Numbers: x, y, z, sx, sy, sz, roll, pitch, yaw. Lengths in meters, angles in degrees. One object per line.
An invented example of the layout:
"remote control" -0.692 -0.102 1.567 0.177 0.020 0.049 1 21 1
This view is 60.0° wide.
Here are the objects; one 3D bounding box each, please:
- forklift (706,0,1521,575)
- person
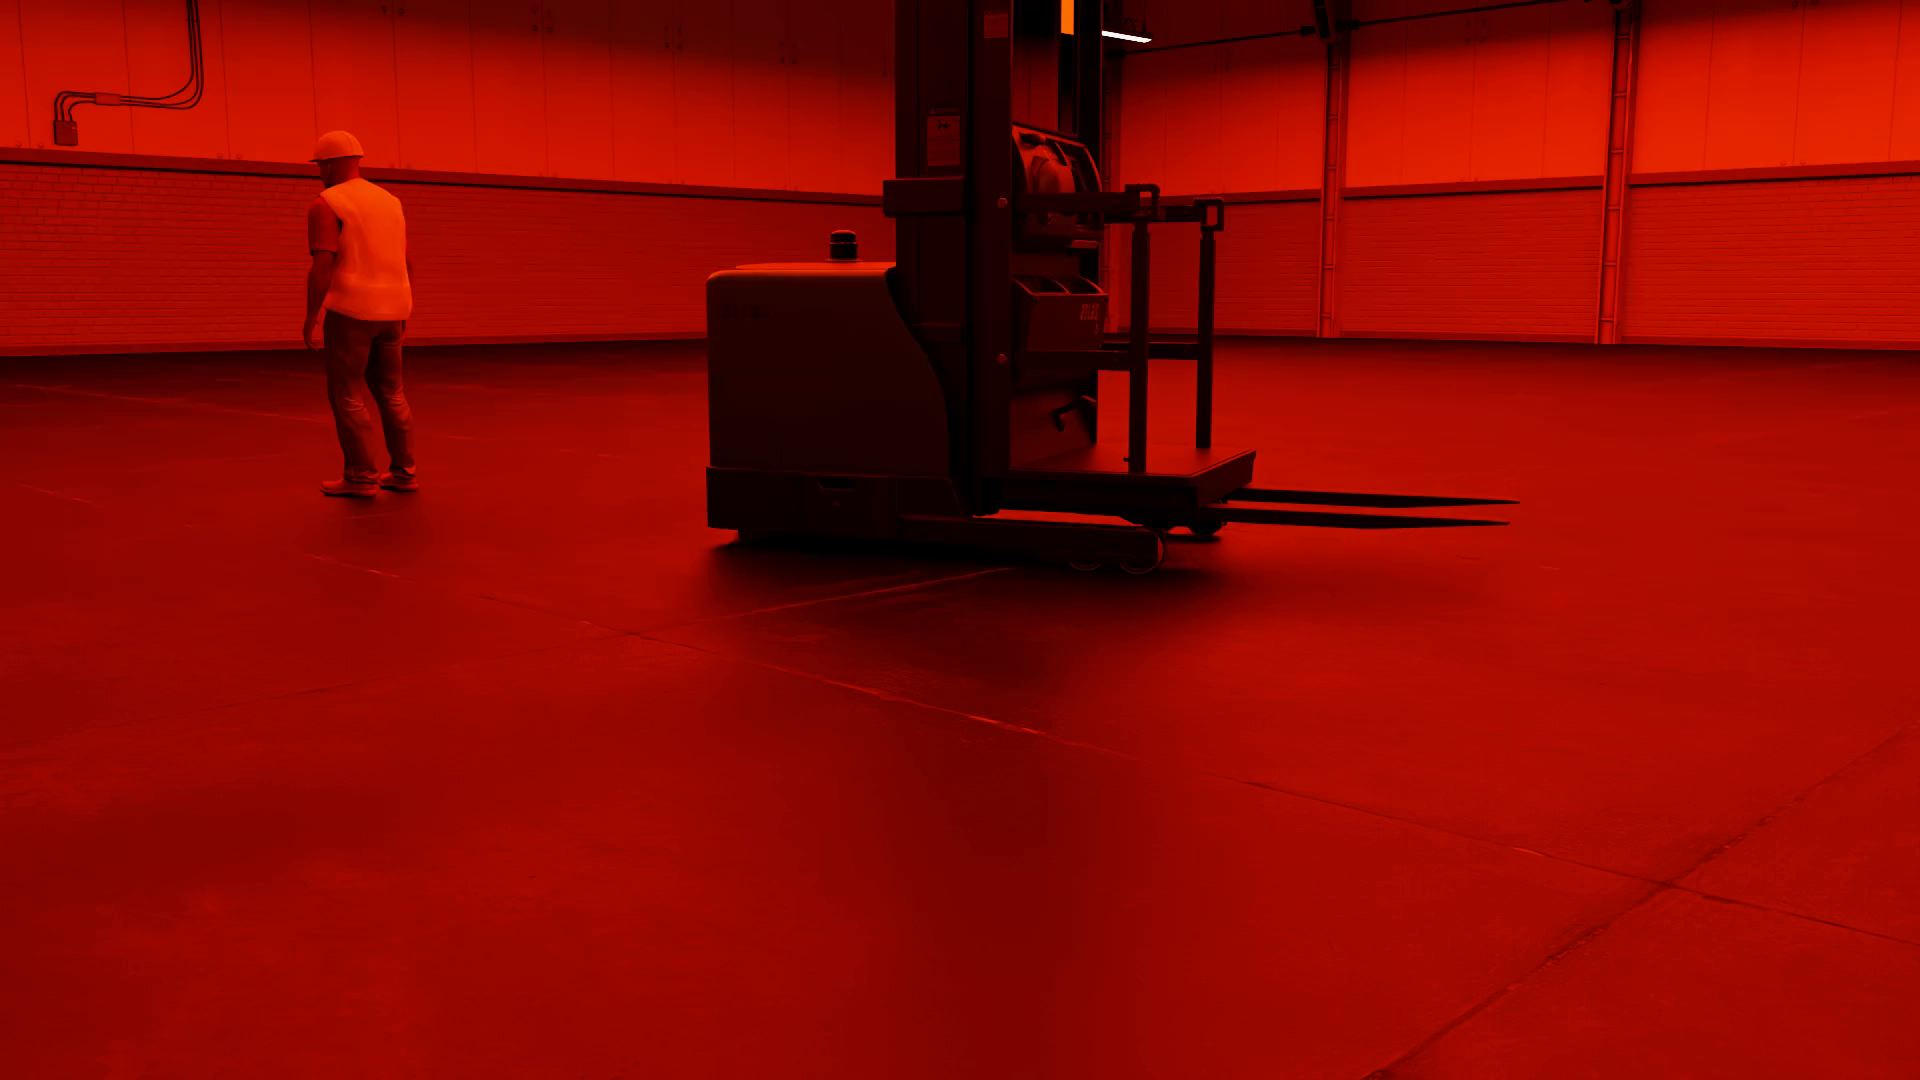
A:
"forklift" 0.565 -1.416 6.275 3.031 2.935 1.130 3 9 22
"person" -2.940 -1.103 8.141 0.454 1.761 0.636 4 10 27
